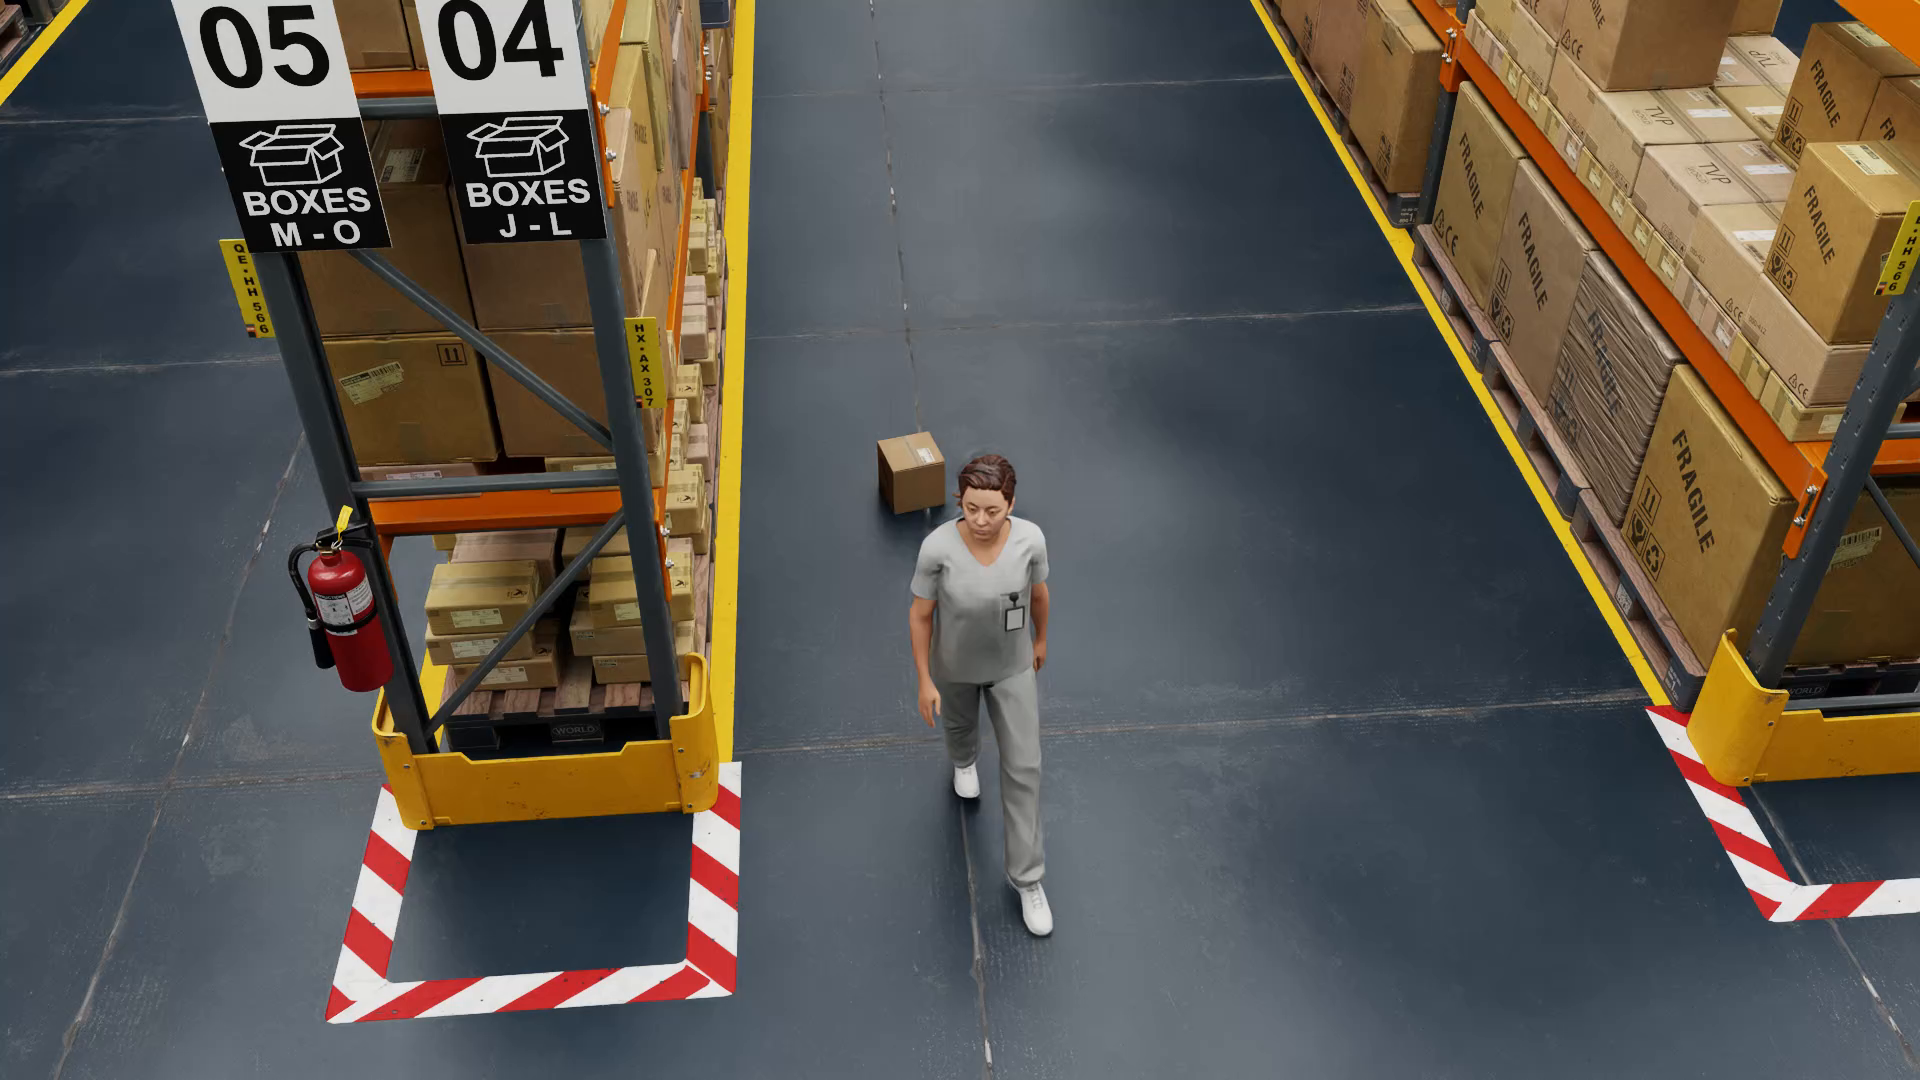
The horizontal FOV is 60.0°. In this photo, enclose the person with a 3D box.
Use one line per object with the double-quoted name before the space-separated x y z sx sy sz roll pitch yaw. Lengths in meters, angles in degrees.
"person" 0.092 0.501 5.536 0.491 1.599 1.029 -1 39 -1
